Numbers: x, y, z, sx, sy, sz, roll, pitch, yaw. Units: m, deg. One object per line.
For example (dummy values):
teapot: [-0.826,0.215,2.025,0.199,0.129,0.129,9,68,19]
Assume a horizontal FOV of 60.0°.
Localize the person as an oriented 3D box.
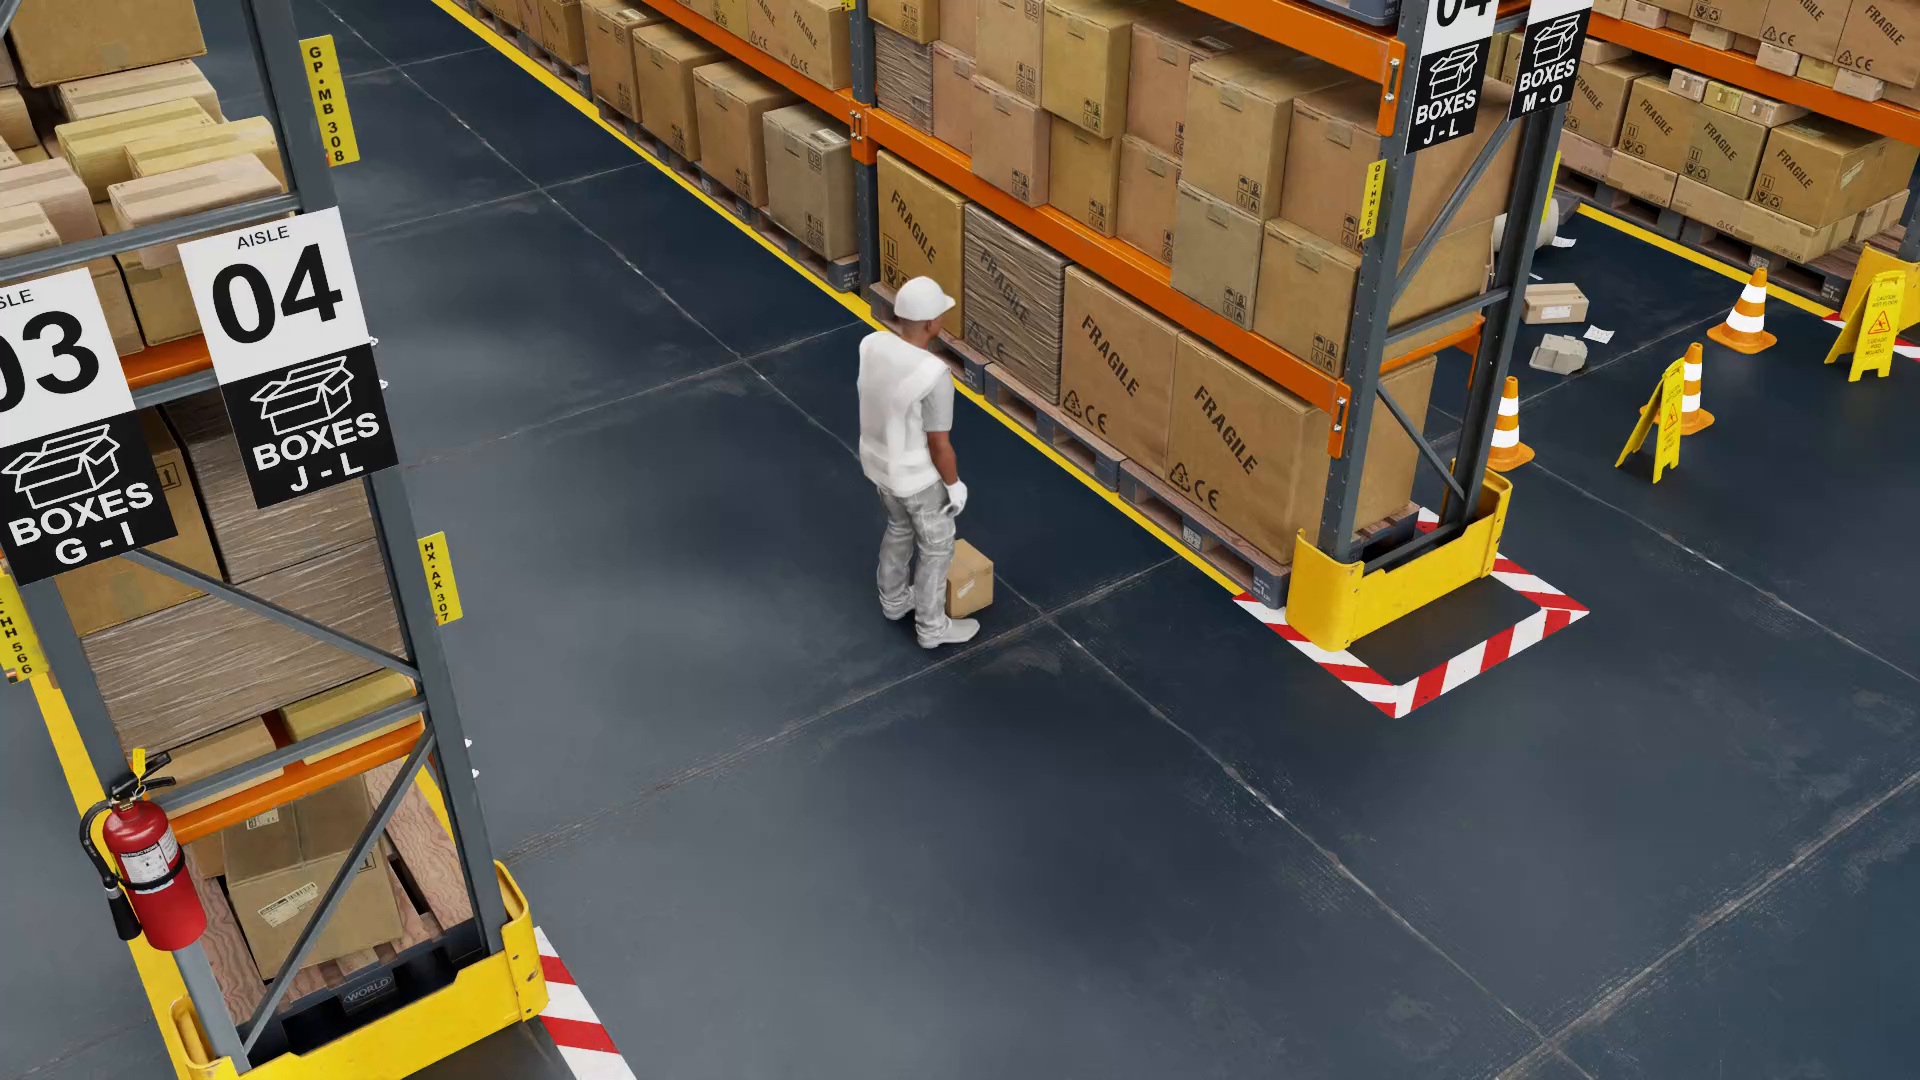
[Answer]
person: [-0.201,-0.339,7.461,0.450,1.772,0.619,-25,43,-30]
